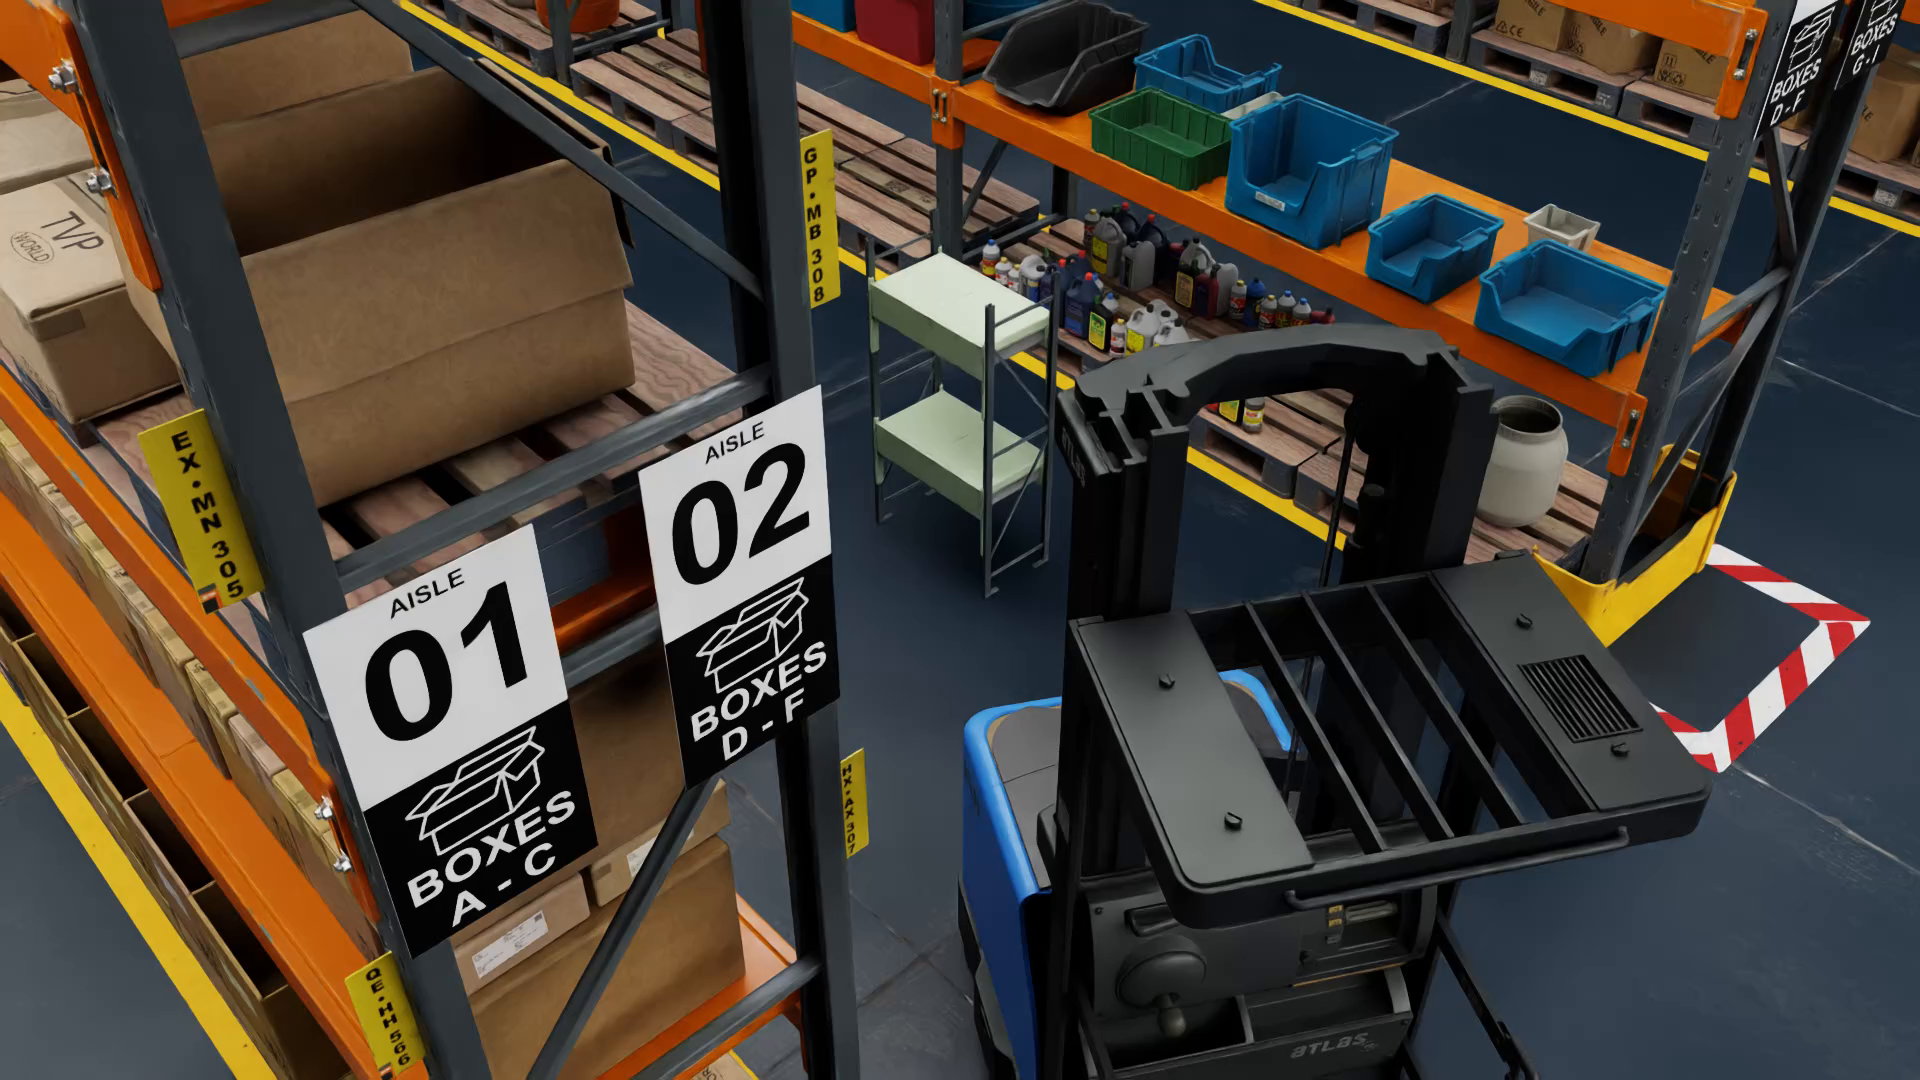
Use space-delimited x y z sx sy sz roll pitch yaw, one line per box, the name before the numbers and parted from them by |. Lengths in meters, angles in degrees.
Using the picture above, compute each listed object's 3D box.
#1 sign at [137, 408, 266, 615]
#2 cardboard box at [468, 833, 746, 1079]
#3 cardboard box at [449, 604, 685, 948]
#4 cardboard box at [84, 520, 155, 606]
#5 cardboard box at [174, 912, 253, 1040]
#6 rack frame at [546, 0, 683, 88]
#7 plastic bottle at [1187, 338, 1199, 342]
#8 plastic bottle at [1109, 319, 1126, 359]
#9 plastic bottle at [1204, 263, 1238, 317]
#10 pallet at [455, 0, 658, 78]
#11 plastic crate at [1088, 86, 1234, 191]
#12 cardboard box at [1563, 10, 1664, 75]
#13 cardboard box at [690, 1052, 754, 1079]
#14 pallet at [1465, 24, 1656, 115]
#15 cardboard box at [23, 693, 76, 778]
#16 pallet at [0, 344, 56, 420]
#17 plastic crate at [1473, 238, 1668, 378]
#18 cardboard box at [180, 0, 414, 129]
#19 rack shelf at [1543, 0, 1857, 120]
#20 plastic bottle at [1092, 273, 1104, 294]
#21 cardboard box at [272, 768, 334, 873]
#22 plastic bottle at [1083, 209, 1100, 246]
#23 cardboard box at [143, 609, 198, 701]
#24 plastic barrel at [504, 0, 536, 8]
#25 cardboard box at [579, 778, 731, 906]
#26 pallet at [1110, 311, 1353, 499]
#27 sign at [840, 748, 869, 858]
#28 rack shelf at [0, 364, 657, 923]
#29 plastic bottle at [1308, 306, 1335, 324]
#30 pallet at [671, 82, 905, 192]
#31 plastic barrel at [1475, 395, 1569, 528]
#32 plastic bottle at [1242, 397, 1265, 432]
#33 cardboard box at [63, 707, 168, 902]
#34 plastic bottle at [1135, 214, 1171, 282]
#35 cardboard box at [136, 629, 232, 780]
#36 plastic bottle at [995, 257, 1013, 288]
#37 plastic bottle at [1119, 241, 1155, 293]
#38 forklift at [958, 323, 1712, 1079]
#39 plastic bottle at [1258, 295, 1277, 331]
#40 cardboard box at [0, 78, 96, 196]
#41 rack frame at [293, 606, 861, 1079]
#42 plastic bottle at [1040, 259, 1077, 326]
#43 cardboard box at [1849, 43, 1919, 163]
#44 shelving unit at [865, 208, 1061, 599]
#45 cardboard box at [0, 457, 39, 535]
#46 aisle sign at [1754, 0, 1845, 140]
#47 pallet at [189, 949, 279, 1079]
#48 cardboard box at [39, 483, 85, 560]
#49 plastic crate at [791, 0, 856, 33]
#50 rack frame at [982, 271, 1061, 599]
sign | -1.078 -0.037 2.379 0.100 0.325 0.005 -30 48 -32
cardboard box | -0.975 0.959 4.095 0.700 0.500 0.500 -30 48 -32
cardboard box | -1.011 0.430 3.718 0.700 0.500 0.500 -30 48 -32
cardboard box | -2.051 -0.276 4.592 0.700 0.500 0.500 -30 48 -32
cardboard box | -2.272 1.314 5.590 0.500 0.250 0.500 -30 48 -32
rack frame | -2.428 -4.586 11.041 1.000 3.000 0.127 -30 48 -32
plastic bottle | 1.173 -0.851 8.234 0.152 0.276 0.135 -31 48 -33
plastic bottle | 0.819 -1.039 8.526 0.097 0.201 0.097 0 39 0
plastic bottle | 1.380 -1.356 8.859 0.152 0.276 0.135 -29 47 -31
pallet | -2.992 -3.848 12.347 1.003 0.211 1.213 -30 48 -32
plastic crate | 0.987 -1.904 7.889 0.450 0.188 0.662 -30 48 -32
cardboard box | 4.560 -3.567 11.434 0.500 0.500 0.500 -16 42 -19
cardboard box | -0.867 1.783 5.009 0.500 0.250 0.500 -30 48 -32
pallet | 4.406 -3.459 11.865 1.003 0.211 1.213 -30 48 -32
cardboard box | -3.284 0.618 6.451 0.500 0.250 0.500 -30 48 -32
pallet | -1.957 -0.816 4.056 1.003 0.211 1.213 -30 48 -32
plastic crate | 2.424 -0.930 6.633 0.499 0.251 0.616 -30 48 -32
cardboard box | -1.590 -1.089 3.798 0.500 0.500 0.500 -30 48 -32
rack shelf | 1.630 -2.696 6.886 1.077 0.370 4.000 -30 48 -32
plastic bottle | 0.705 -1.279 8.767 0.097 0.271 0.097 0 39 0
cardboard box | -1.418 0.594 4.032 0.380 0.149 0.250 -31 48 -32
plastic bottle | 0.752 -1.782 9.446 0.097 0.201 0.097 0 39 0
cardboard box | -1.944 0.234 4.477 0.380 0.149 0.250 -29 47 -31
plastic barrel | -3.219 -4.224 12.239 0.421 0.512 0.421 0 39 0
cardboard box | -0.775 0.655 3.956 0.380 0.149 0.250 -30 48 -32
pallet | 1.530 -0.757 8.519 1.003 0.211 1.213 -30 48 -32
sign | -0.256 0.619 3.844 0.100 0.325 0.005 -30 48 -32
rack shelf | -2.021 -0.593 4.282 1.077 0.370 4.000 -30 48 -32
plastic bottle | 1.846 -1.082 8.514 0.061 0.283 0.133 -29 47 -31
pallet | -1.112 -2.562 10.754 1.003 0.211 1.213 -30 48 -32
plastic barrel | 2.481 -0.351 7.443 0.421 0.512 0.421 0 39 0
plastic bottle | 1.418 -0.630 8.019 0.097 0.201 0.097 0 39 0
cardboard box | -2.614 0.793 5.638 0.500 0.500 0.500 -30 48 -32
plastic bottle | 1.055 -1.611 9.116 0.185 0.351 0.144 32 49 33
cardboard box | -2.024 0.244 4.981 0.700 0.500 0.500 -28 47 -31
plastic bottle | 0.239 -1.437 9.018 0.097 0.201 0.097 0 39 0
plastic bottle | 0.963 -1.507 9.047 0.152 0.276 0.135 -30 48 -32
forklift | 0.828 1.081 4.079 1.130 2.935 3.031 -8 40 -10
plastic bottle | 1.619 -1.188 8.711 0.097 0.201 0.097 0 39 0
cardboard box | -2.018 -0.809 3.602 0.500 0.311 0.500 -24 45 -27
rack frame | -0.668 1.220 3.853 1.000 3.000 0.127 -30 48 -32
plastic bottle | 0.518 -1.326 8.762 0.144 0.351 0.185 -29 47 -31
cardboard box | 5.791 -2.738 10.407 0.500 0.500 0.500 -18 42 -21
shelving unit | 0.005 -0.580 7.275 0.431 1.500 0.755 -30 48 -32
cardboard box | -3.069 -0.468 5.862 0.700 0.500 0.500 -31 48 -33
aisle sign | 2.812 -1.735 5.442 0.394 0.787 0.004 -30 48 -32
pallet | -2.038 1.404 5.844 1.003 0.211 1.213 -30 48 -32
cardboard box | -2.460 -0.122 4.917 0.380 0.149 0.250 -31 48 -33
plastic crate | -0.698 -3.107 9.222 0.392 0.384 0.575 -30 48 -32
rack frame | 0.252 -0.411 7.065 0.400 1.500 0.023 -30 48 -32
